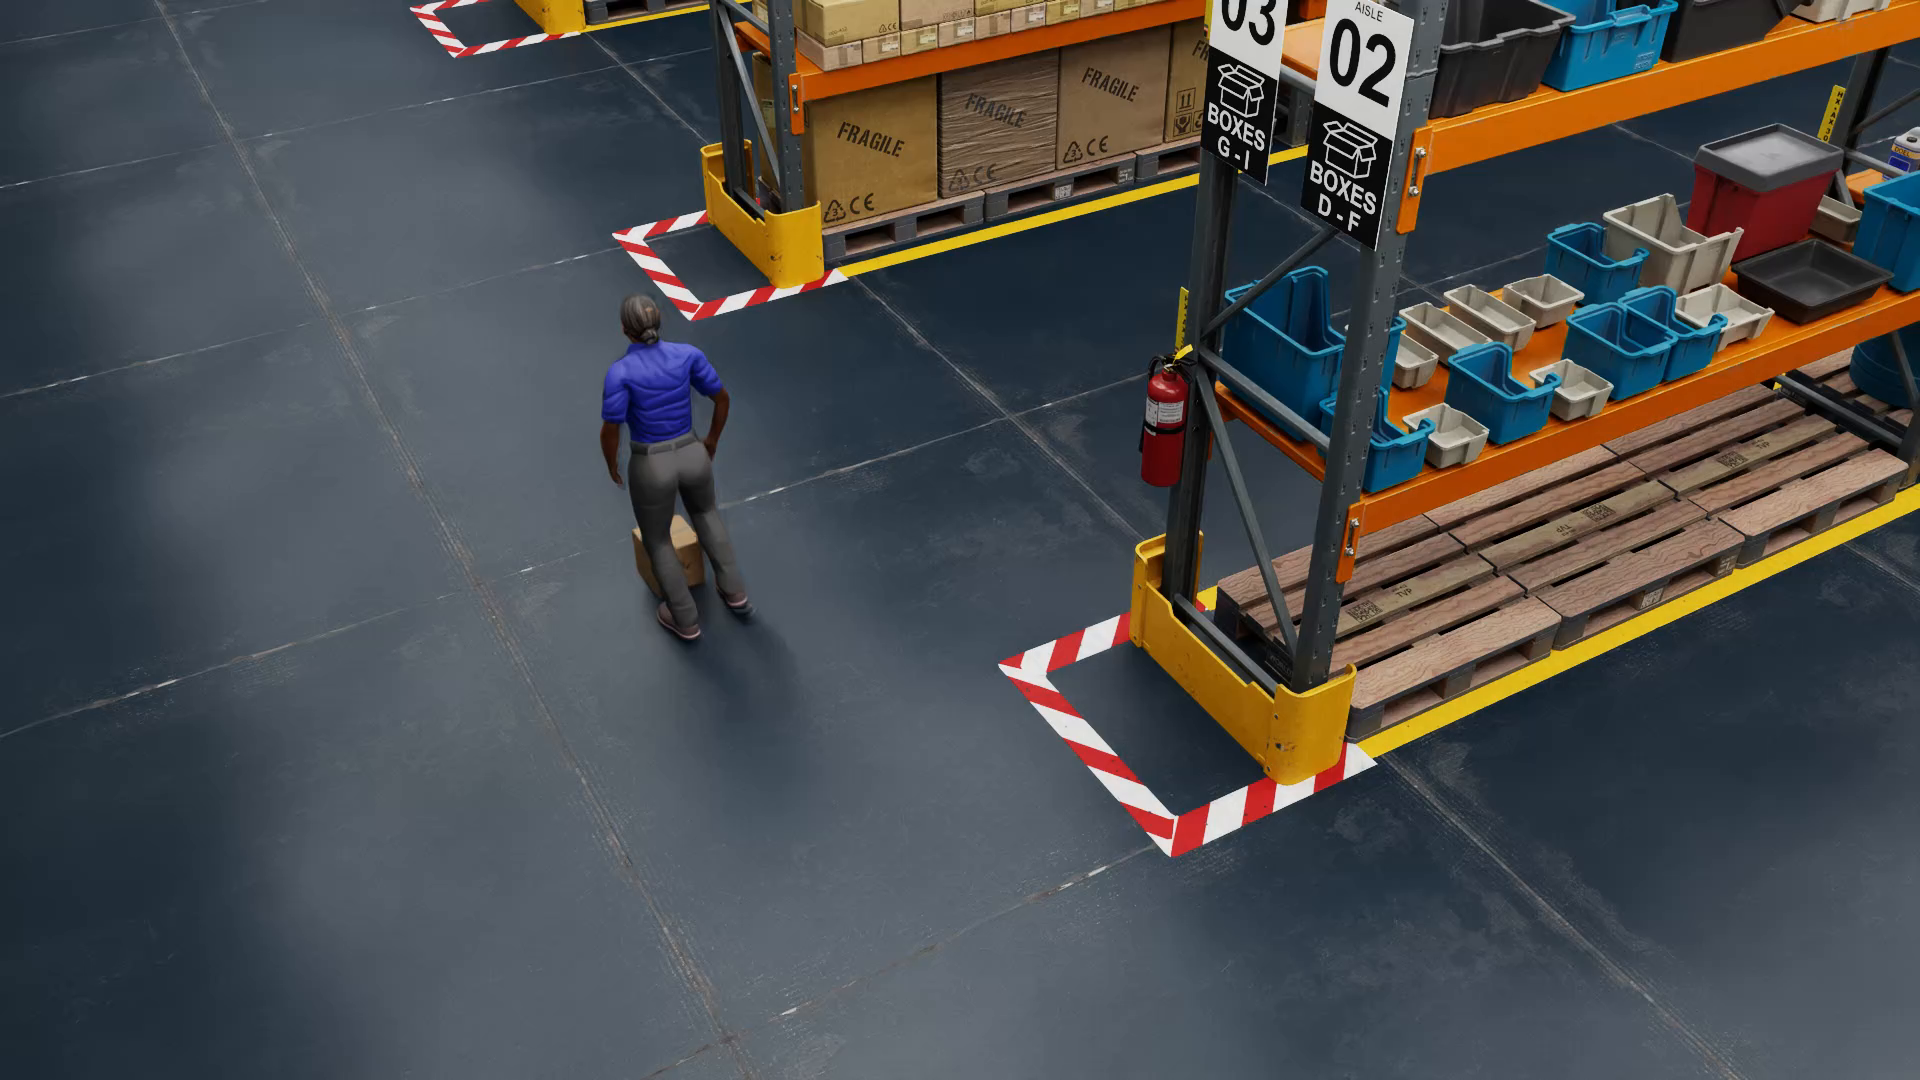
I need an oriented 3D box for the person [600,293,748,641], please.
[{"bbox_3d":[-1.281,-0.329,7.405,0.592,1.604,0.509,-22,42,-26],"label":"person"}]
